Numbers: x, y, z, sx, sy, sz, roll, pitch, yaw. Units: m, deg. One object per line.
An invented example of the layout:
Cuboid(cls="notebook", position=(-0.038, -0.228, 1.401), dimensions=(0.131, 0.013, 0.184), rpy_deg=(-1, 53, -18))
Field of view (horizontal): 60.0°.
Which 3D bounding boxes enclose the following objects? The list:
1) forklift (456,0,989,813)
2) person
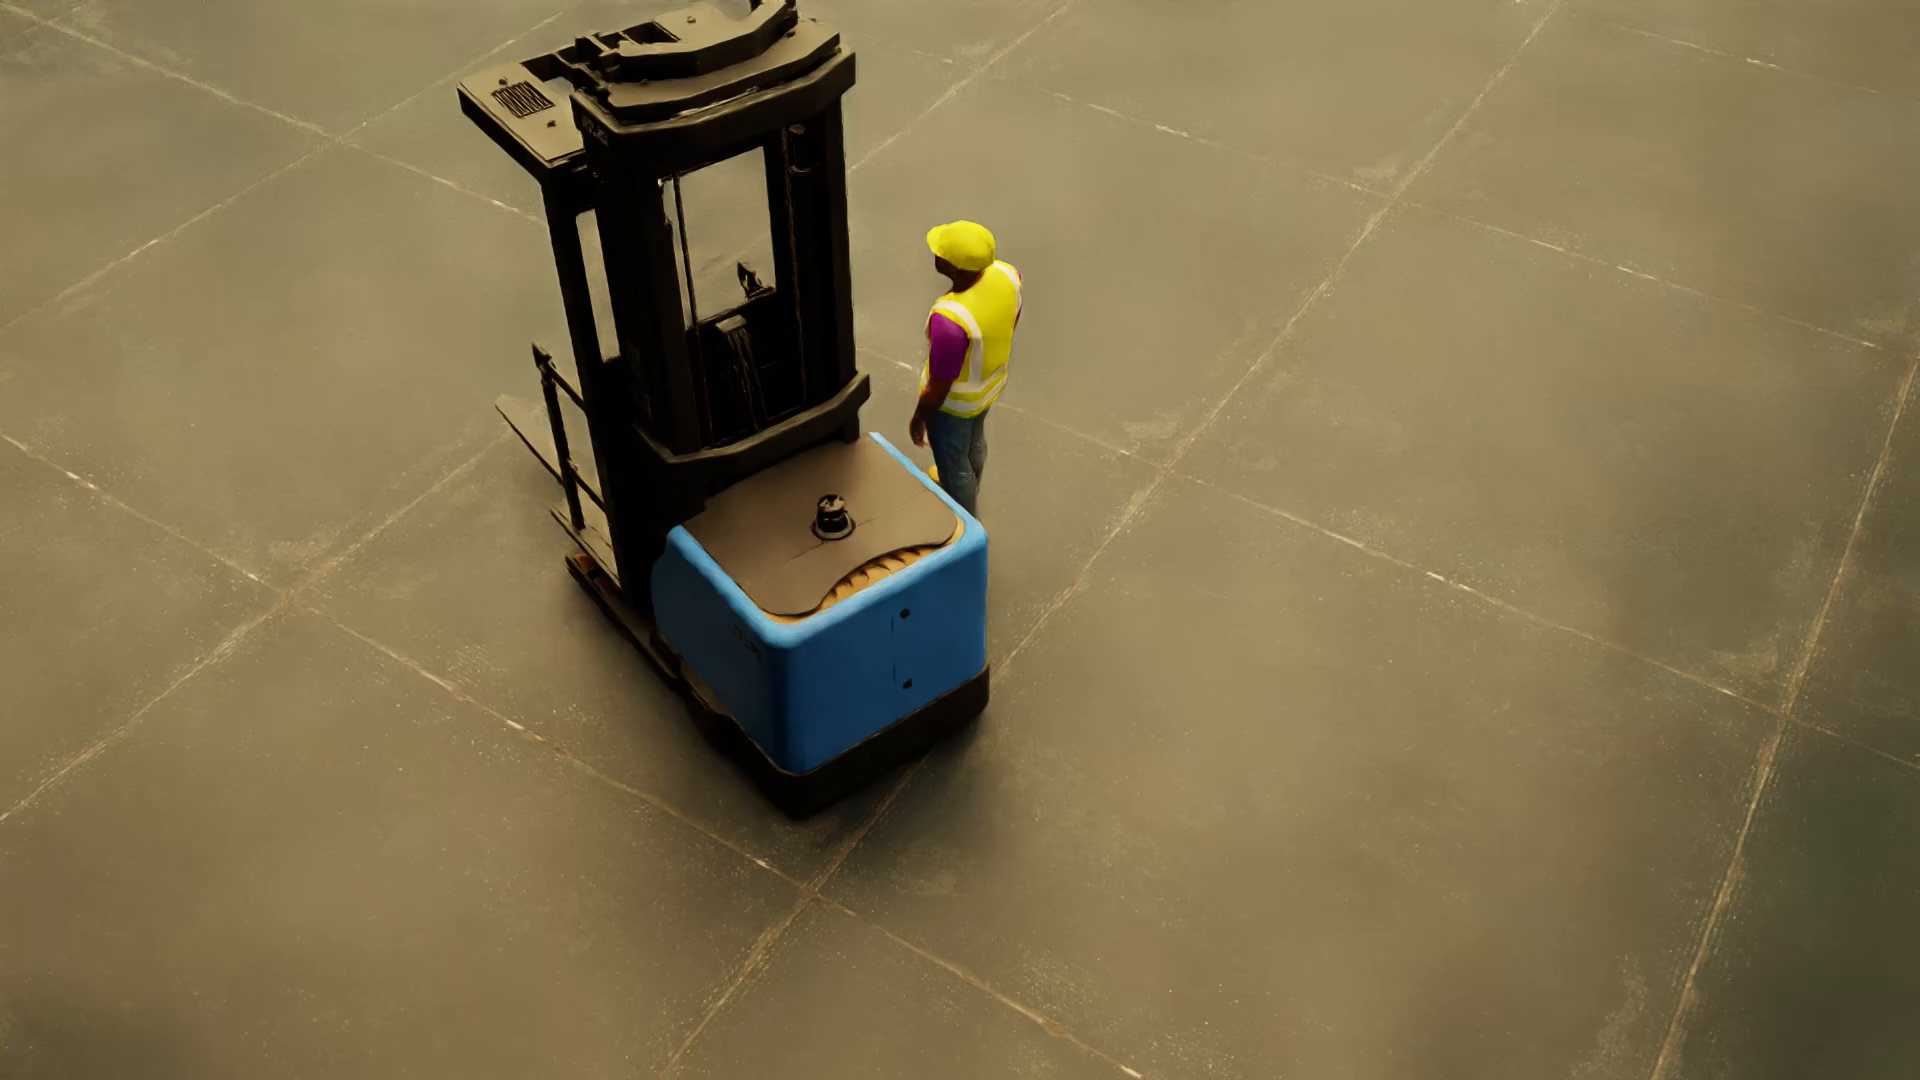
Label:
Cuboid(cls="forklift", position=(-1.169, -0.927, 6.826), dimensions=(1.130, 2.935, 3.031), rpy_deg=(-28, 50, -26))
Cuboid(cls="person", position=(-0.055, -0.705, 7.368), dimensions=(0.576, 1.766, 0.665), rpy_deg=(24, 48, 23))
